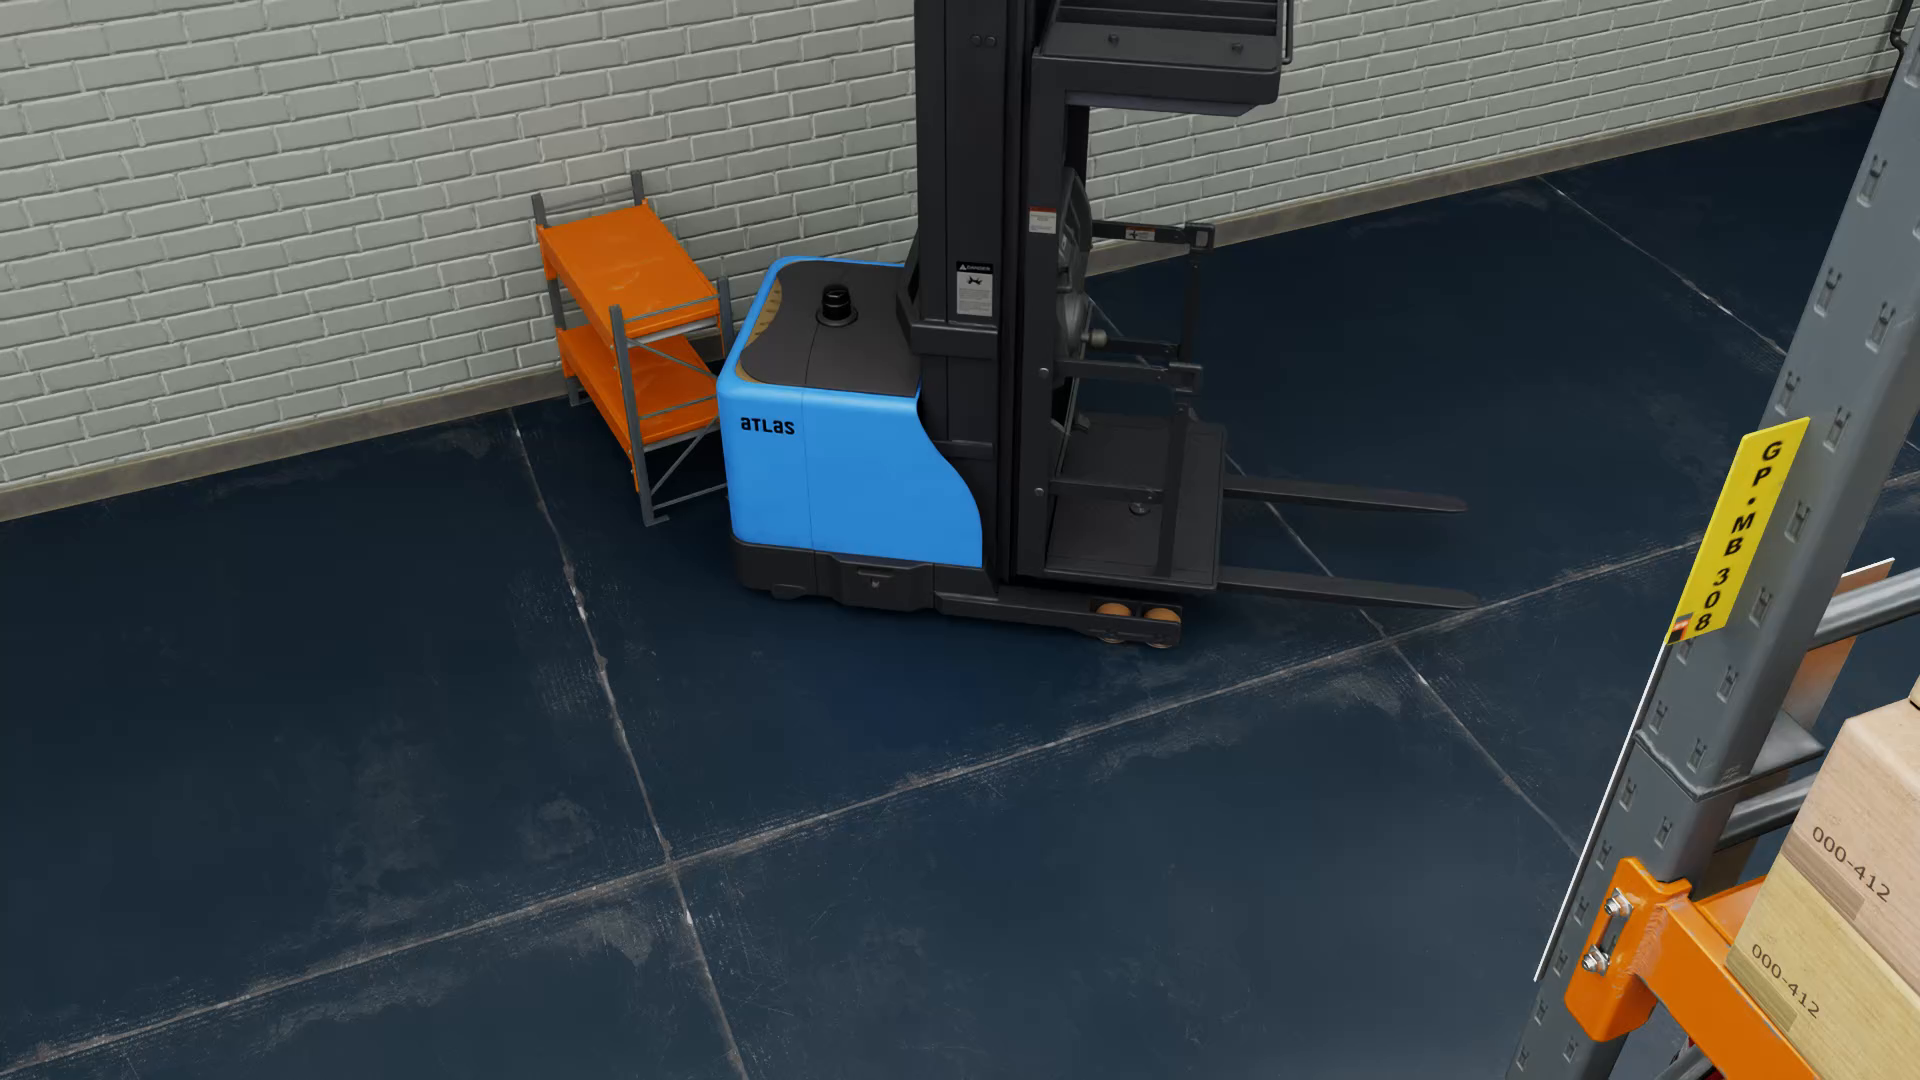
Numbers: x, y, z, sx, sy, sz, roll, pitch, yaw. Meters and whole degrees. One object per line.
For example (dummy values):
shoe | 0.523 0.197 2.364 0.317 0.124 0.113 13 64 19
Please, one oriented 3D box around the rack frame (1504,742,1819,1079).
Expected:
rack frame | 1.427 1.328 3.405 1.000 3.000 0.127 -15 43 -17

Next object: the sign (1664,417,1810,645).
sign | 0.926 -0.005 1.984 0.100 0.325 0.005 -15 43 -17

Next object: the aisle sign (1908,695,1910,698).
aisle sign | 1.676 0.224 2.695 0.394 0.787 0.004 -15 43 -17

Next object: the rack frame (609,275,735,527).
rack frame | -1.169 -0.569 7.049 0.500 1.125 0.032 -19 44 -21

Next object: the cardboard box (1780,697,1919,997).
cardboard box | 1.359 0.394 1.923 0.500 0.250 0.500 -14 43 -16

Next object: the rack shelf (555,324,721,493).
rack shelf | -1.411 -0.675 7.547 0.538 0.278 1.000 -19 44 -21

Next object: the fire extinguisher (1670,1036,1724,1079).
fire extinguisher | 1.757 1.232 3.862 0.296 0.674 0.183 -15 43 -17

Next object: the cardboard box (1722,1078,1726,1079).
cardboard box | 1.353 1.135 2.558 0.500 0.500 0.500 -15 43 -17

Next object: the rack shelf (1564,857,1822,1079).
rack shelf | 2.192 1.669 1.260 1.077 0.370 4.000 -15 43 -17

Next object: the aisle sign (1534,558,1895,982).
aisle sign | 1.122 0.374 2.521 0.394 0.787 0.004 -15 43 -17

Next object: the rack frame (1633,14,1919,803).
rack frame | 1.427 -0.946 1.449 1.000 3.000 0.127 -15 43 -17

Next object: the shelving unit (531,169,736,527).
shelving unit | -1.411 -0.861 7.388 0.538 1.125 1.048 -19 44 -21

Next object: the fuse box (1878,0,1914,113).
fuse box | 5.779 -3.306 9.782 0.539 1.711 0.414 -15 43 -17

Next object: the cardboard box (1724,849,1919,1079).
cardboard box | 1.363 0.582 2.087 0.500 0.250 0.500 -14 43 -15

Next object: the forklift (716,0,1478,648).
forklift | 0.615 -1.047 6.220 3.031 2.935 1.130 6 41 7

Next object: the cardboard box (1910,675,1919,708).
cardboard box | 1.340 0.159 1.890 0.380 0.149 0.250 -15 43 -17

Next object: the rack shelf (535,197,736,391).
rack shelf | -1.411 -1.082 7.197 0.538 0.278 1.000 -19 44 -21

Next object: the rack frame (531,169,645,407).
rack frame | -1.653 -1.152 7.727 0.500 1.125 0.032 -19 44 -21
